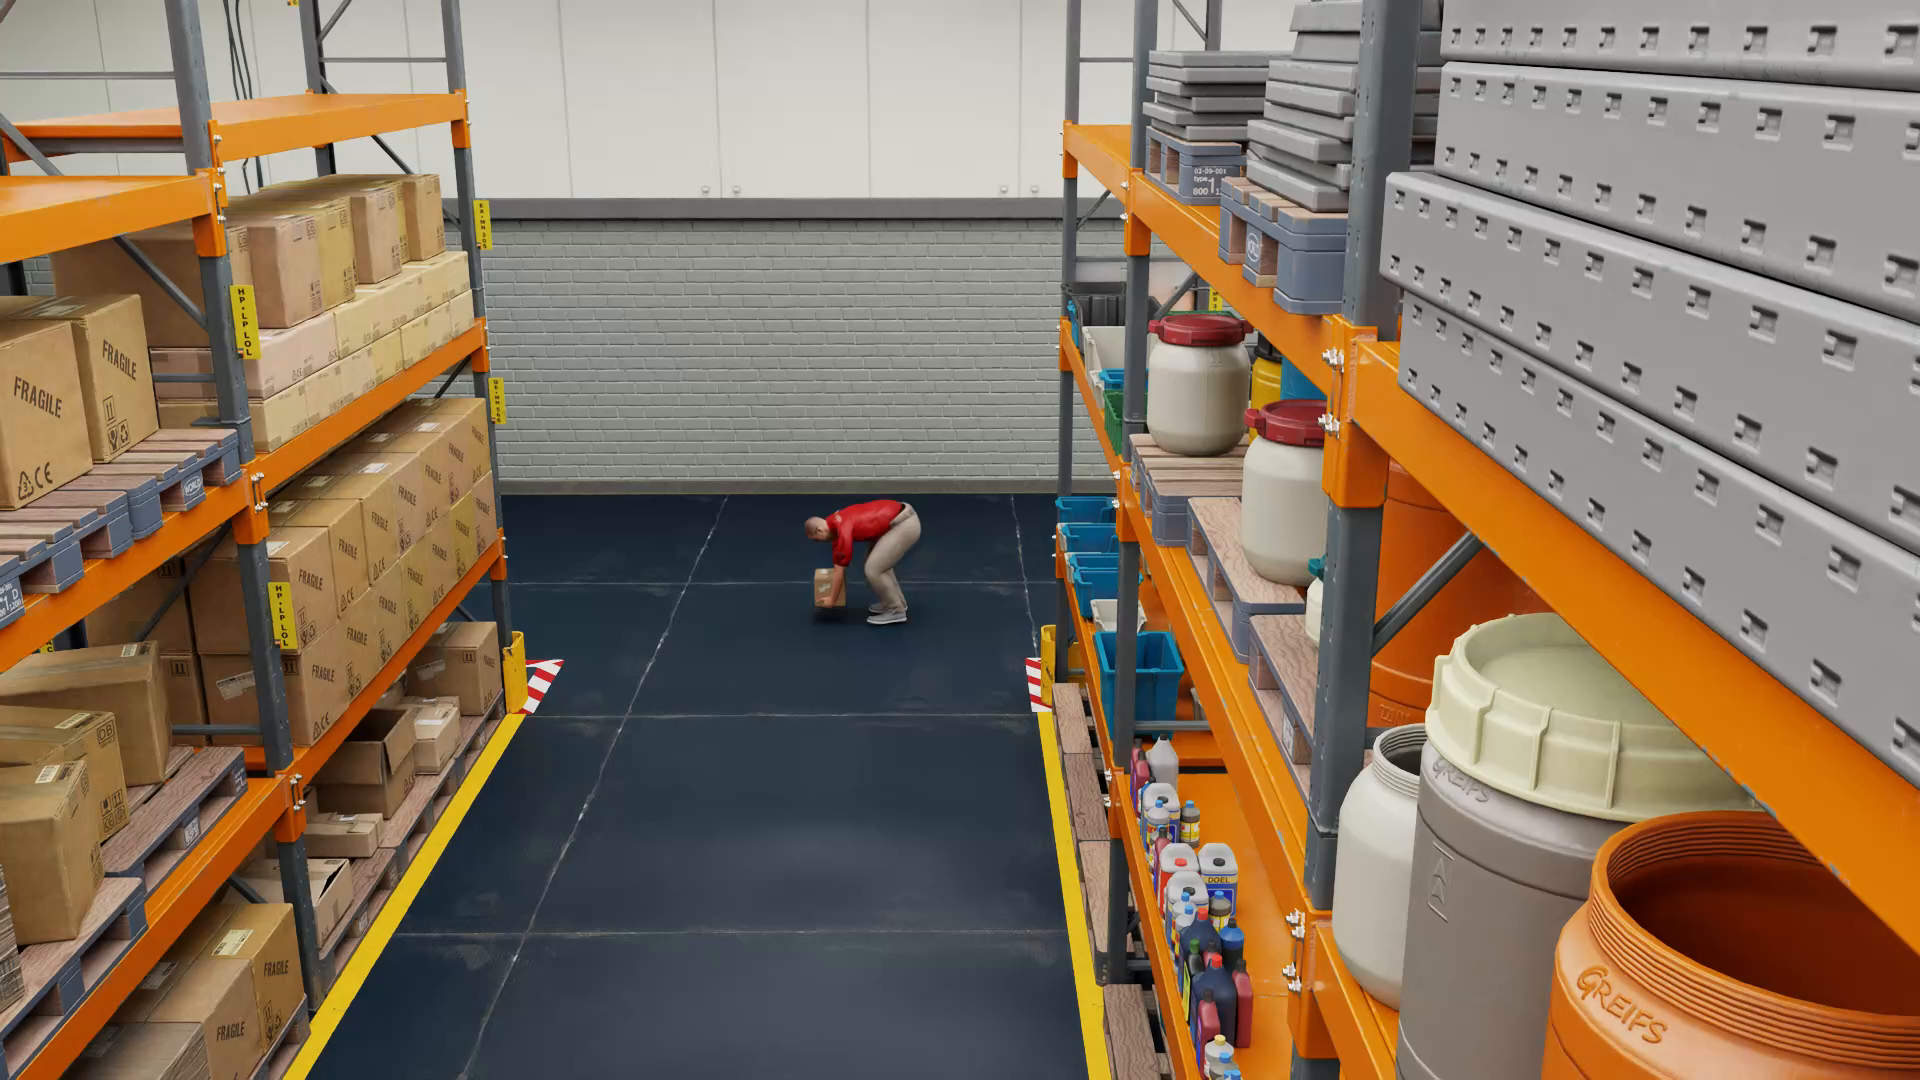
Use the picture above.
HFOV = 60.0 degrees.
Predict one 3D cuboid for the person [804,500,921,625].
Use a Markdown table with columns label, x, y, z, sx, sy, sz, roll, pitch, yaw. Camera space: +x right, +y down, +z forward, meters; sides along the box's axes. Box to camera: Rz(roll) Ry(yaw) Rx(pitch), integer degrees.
| label | x | y | z | sx | sy | sz | roll | pitch | yaw |
| --- | --- | --- | --- | --- | --- | --- | --- | --- | --- |
| person | -0.802 | 0.172 | 13.758 | 0.961 | 1.002 | 0.524 | -1 | 17 | -3 |
